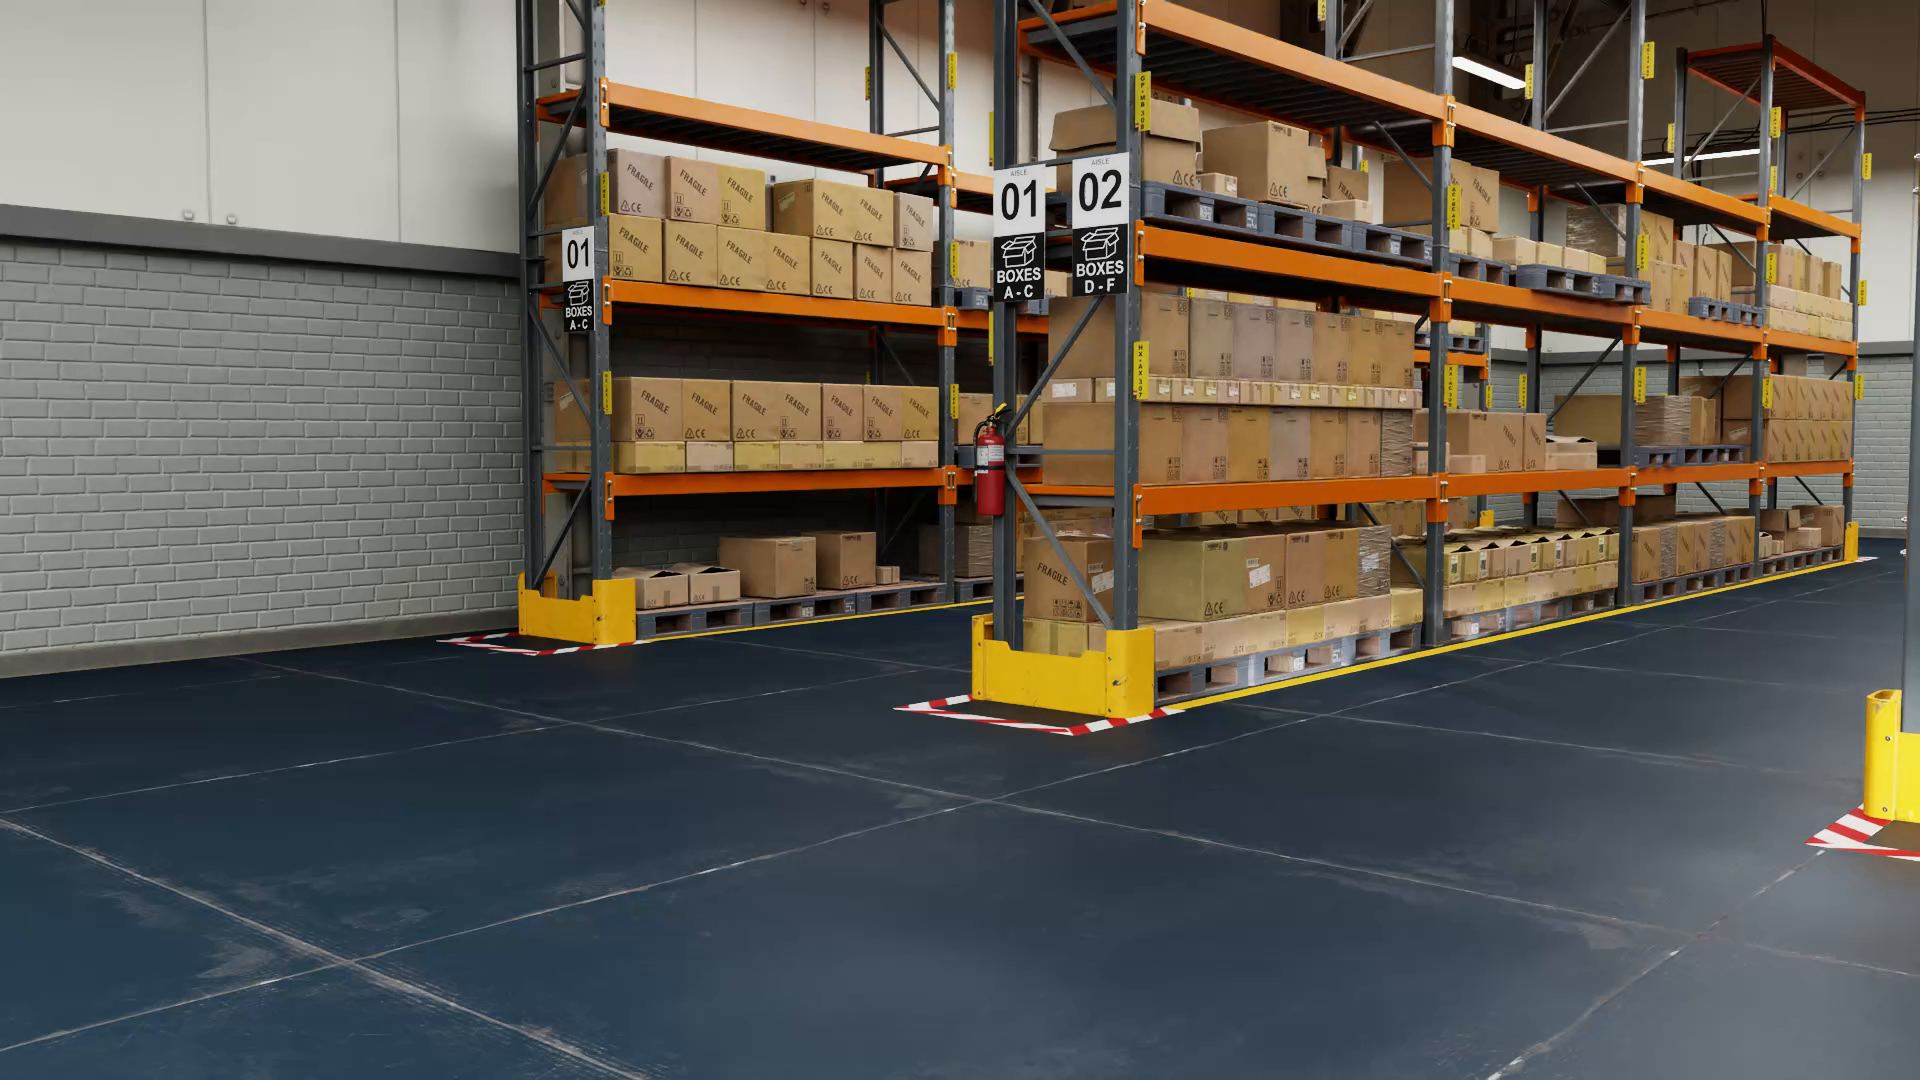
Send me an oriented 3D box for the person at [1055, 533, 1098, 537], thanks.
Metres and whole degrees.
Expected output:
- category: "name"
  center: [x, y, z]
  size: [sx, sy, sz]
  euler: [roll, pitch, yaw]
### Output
- category: "person"
  center: [0.931, 0.380, 12.644]
  size: [0.512, 0.897, 0.978]
  euler: [3, 5, 39]
